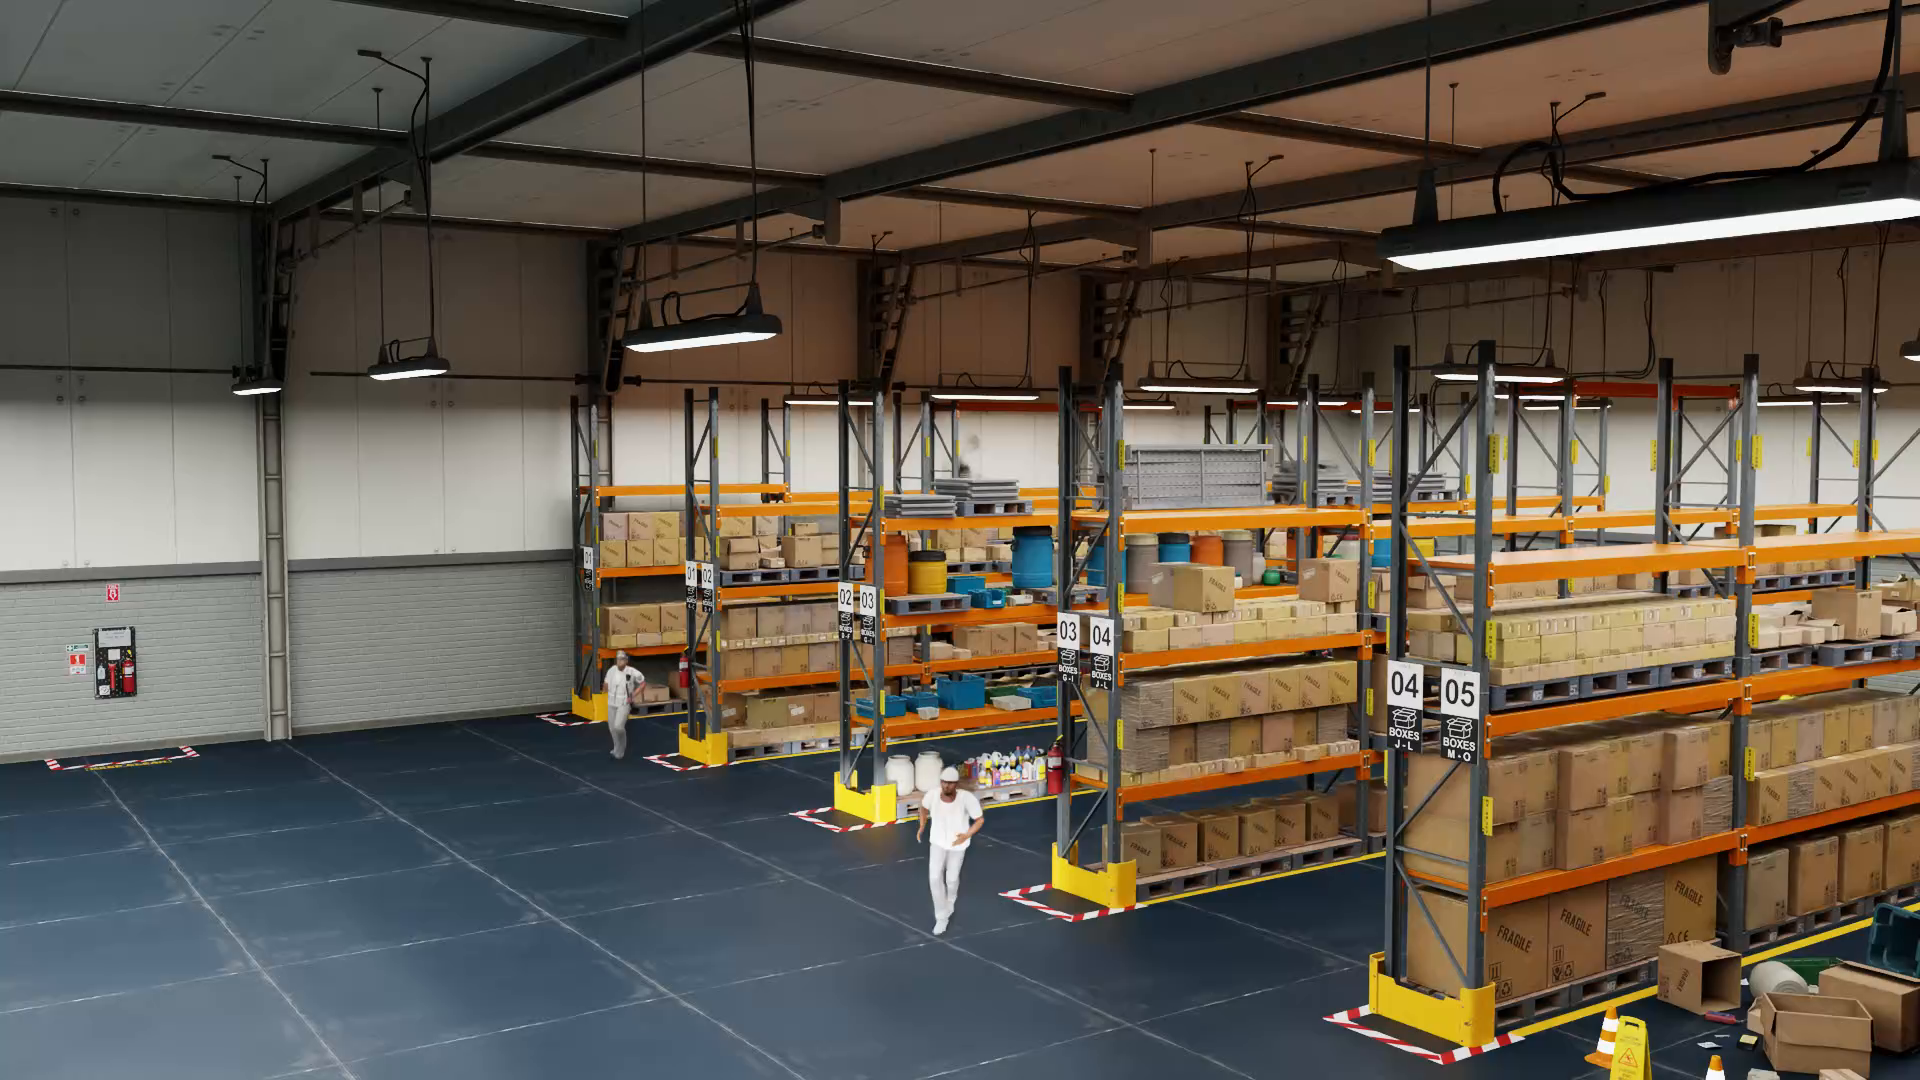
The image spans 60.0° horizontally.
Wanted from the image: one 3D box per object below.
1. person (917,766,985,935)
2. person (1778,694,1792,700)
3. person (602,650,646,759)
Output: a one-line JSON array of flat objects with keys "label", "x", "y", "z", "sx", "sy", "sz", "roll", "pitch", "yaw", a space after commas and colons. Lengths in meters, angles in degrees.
[{"label": "person", "x": -0.073, "y": 3.253, "z": 17.720, "sx": 0.720, "sy": 1.782, "sz": 0.828, "roll": 1, "pitch": 4, "yaw": 13}, {"label": "person", "x": 10.923, "y": 2.917, "z": 22.066, "sx": 1.007, "sy": 1.739, "sz": 0.703, "roll": -3, "pitch": 5, "yaw": -45}, {"label": "person", "x": -5.504, "y": 2.680, "z": 26.977, "sx": 0.662, "sy": 1.805, "sz": 0.705, "roll": 1, "pitch": 4, "yaw": 18}]
